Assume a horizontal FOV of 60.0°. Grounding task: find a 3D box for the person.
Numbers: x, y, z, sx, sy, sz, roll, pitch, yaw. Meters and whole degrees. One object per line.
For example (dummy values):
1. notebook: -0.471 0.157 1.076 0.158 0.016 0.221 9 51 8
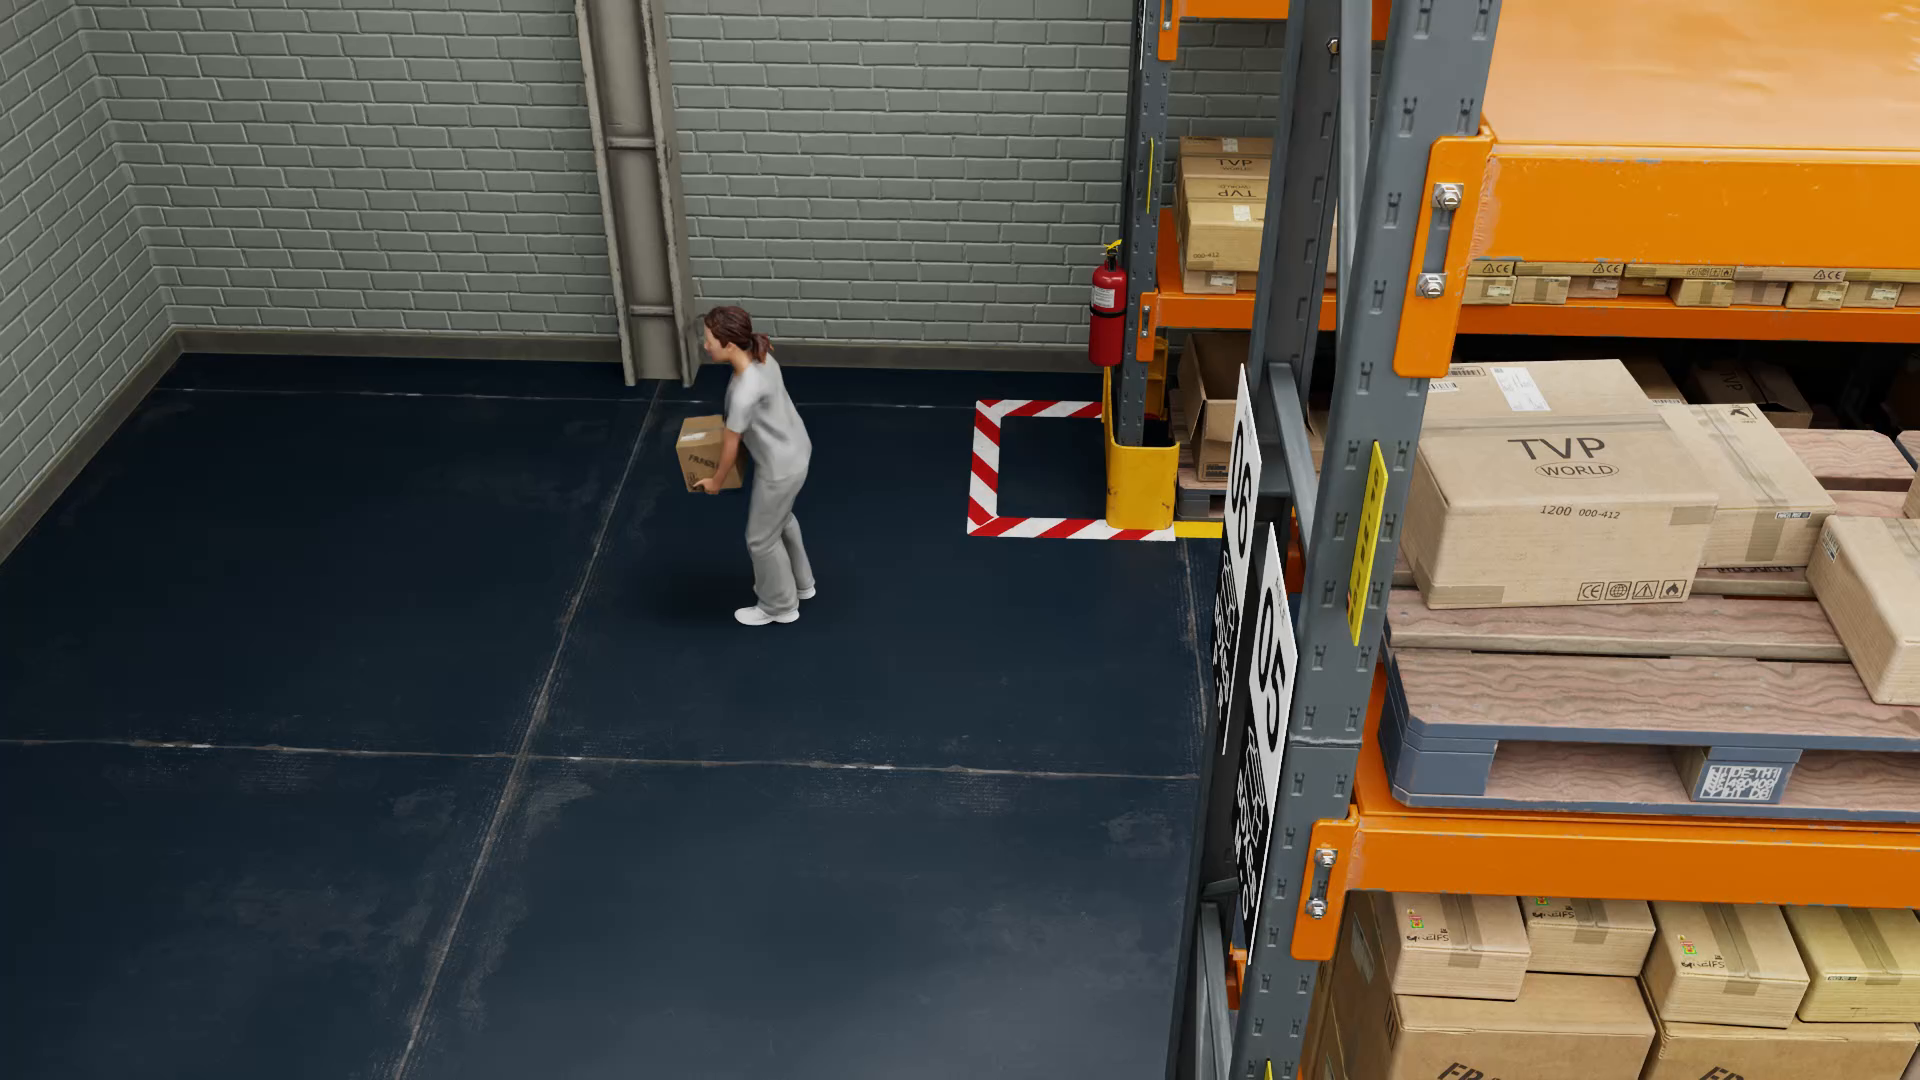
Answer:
1. person: -0.938 -0.338 7.599 0.513 1.664 0.410 1 36 1
